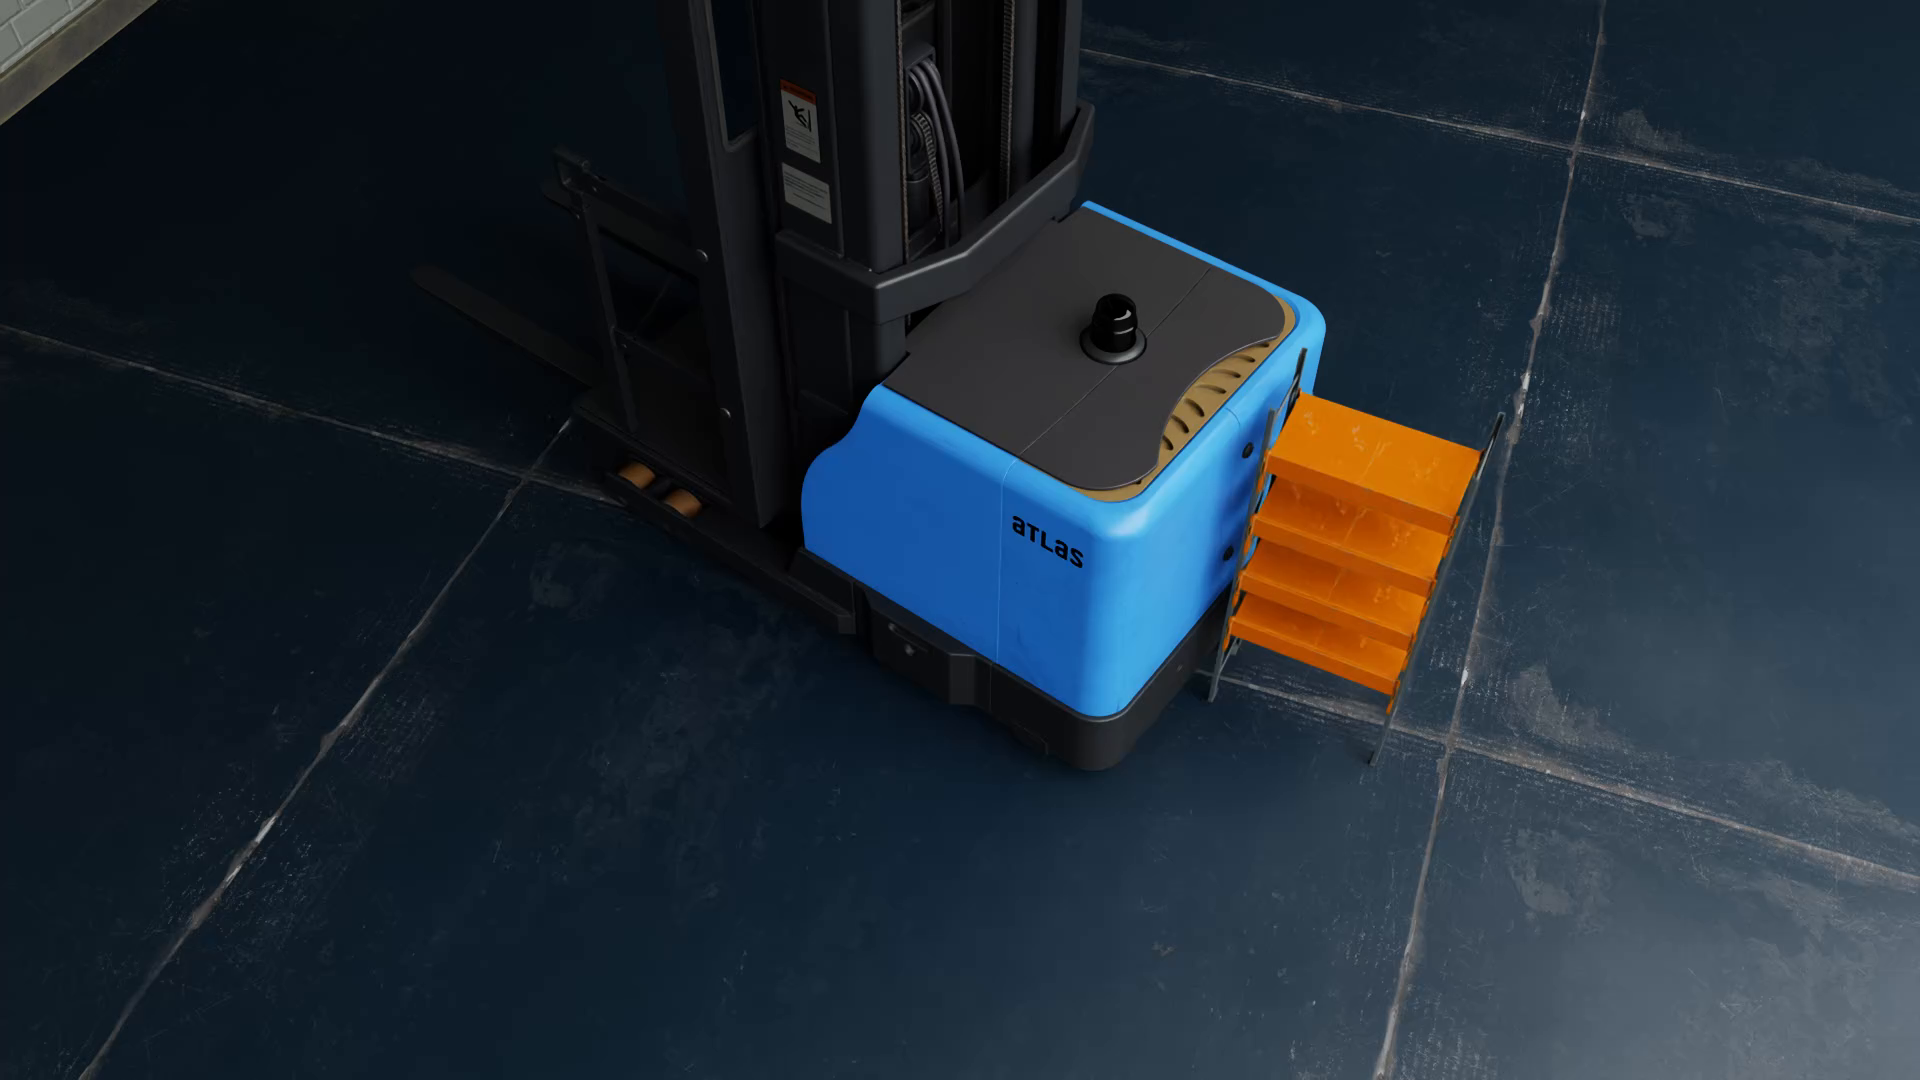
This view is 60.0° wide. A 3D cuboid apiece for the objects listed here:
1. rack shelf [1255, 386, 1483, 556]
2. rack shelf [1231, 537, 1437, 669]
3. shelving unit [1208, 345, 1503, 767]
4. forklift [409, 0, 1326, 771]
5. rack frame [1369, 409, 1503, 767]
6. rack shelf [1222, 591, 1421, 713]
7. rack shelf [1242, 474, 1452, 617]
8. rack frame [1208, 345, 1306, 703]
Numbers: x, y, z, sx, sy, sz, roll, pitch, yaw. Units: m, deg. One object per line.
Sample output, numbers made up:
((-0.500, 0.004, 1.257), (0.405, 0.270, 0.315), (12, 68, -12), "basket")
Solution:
((1.004, -0.175, 4.086), (0.480, 0.148, 0.258), (21, 52, 17), "rack shelf")
((1.001, 0.126, 4.434), (0.480, 0.148, 0.258), (21, 52, 17), "rack shelf")
((1.002, 0.082, 4.383), (0.503, 1.200, 0.258), (21, 52, 17), "shelving unit")
((-0.502, -1.247, 4.391), (3.031, 2.935, 1.130), (30, 55, 23), "forklift")
((1.220, 0.165, 4.313), (0.015, 1.200, 0.240), (21, 52, 17), "rack frame")
((1.000, 0.256, 4.584), (0.480, 0.148, 0.258), (21, 52, 17), "rack shelf")
((1.002, -0.020, 4.265), (0.480, 0.148, 0.258), (21, 52, 17), "rack shelf")
((0.783, -0.001, 4.454), (0.015, 1.200, 0.240), (21, 52, 17), "rack frame")
